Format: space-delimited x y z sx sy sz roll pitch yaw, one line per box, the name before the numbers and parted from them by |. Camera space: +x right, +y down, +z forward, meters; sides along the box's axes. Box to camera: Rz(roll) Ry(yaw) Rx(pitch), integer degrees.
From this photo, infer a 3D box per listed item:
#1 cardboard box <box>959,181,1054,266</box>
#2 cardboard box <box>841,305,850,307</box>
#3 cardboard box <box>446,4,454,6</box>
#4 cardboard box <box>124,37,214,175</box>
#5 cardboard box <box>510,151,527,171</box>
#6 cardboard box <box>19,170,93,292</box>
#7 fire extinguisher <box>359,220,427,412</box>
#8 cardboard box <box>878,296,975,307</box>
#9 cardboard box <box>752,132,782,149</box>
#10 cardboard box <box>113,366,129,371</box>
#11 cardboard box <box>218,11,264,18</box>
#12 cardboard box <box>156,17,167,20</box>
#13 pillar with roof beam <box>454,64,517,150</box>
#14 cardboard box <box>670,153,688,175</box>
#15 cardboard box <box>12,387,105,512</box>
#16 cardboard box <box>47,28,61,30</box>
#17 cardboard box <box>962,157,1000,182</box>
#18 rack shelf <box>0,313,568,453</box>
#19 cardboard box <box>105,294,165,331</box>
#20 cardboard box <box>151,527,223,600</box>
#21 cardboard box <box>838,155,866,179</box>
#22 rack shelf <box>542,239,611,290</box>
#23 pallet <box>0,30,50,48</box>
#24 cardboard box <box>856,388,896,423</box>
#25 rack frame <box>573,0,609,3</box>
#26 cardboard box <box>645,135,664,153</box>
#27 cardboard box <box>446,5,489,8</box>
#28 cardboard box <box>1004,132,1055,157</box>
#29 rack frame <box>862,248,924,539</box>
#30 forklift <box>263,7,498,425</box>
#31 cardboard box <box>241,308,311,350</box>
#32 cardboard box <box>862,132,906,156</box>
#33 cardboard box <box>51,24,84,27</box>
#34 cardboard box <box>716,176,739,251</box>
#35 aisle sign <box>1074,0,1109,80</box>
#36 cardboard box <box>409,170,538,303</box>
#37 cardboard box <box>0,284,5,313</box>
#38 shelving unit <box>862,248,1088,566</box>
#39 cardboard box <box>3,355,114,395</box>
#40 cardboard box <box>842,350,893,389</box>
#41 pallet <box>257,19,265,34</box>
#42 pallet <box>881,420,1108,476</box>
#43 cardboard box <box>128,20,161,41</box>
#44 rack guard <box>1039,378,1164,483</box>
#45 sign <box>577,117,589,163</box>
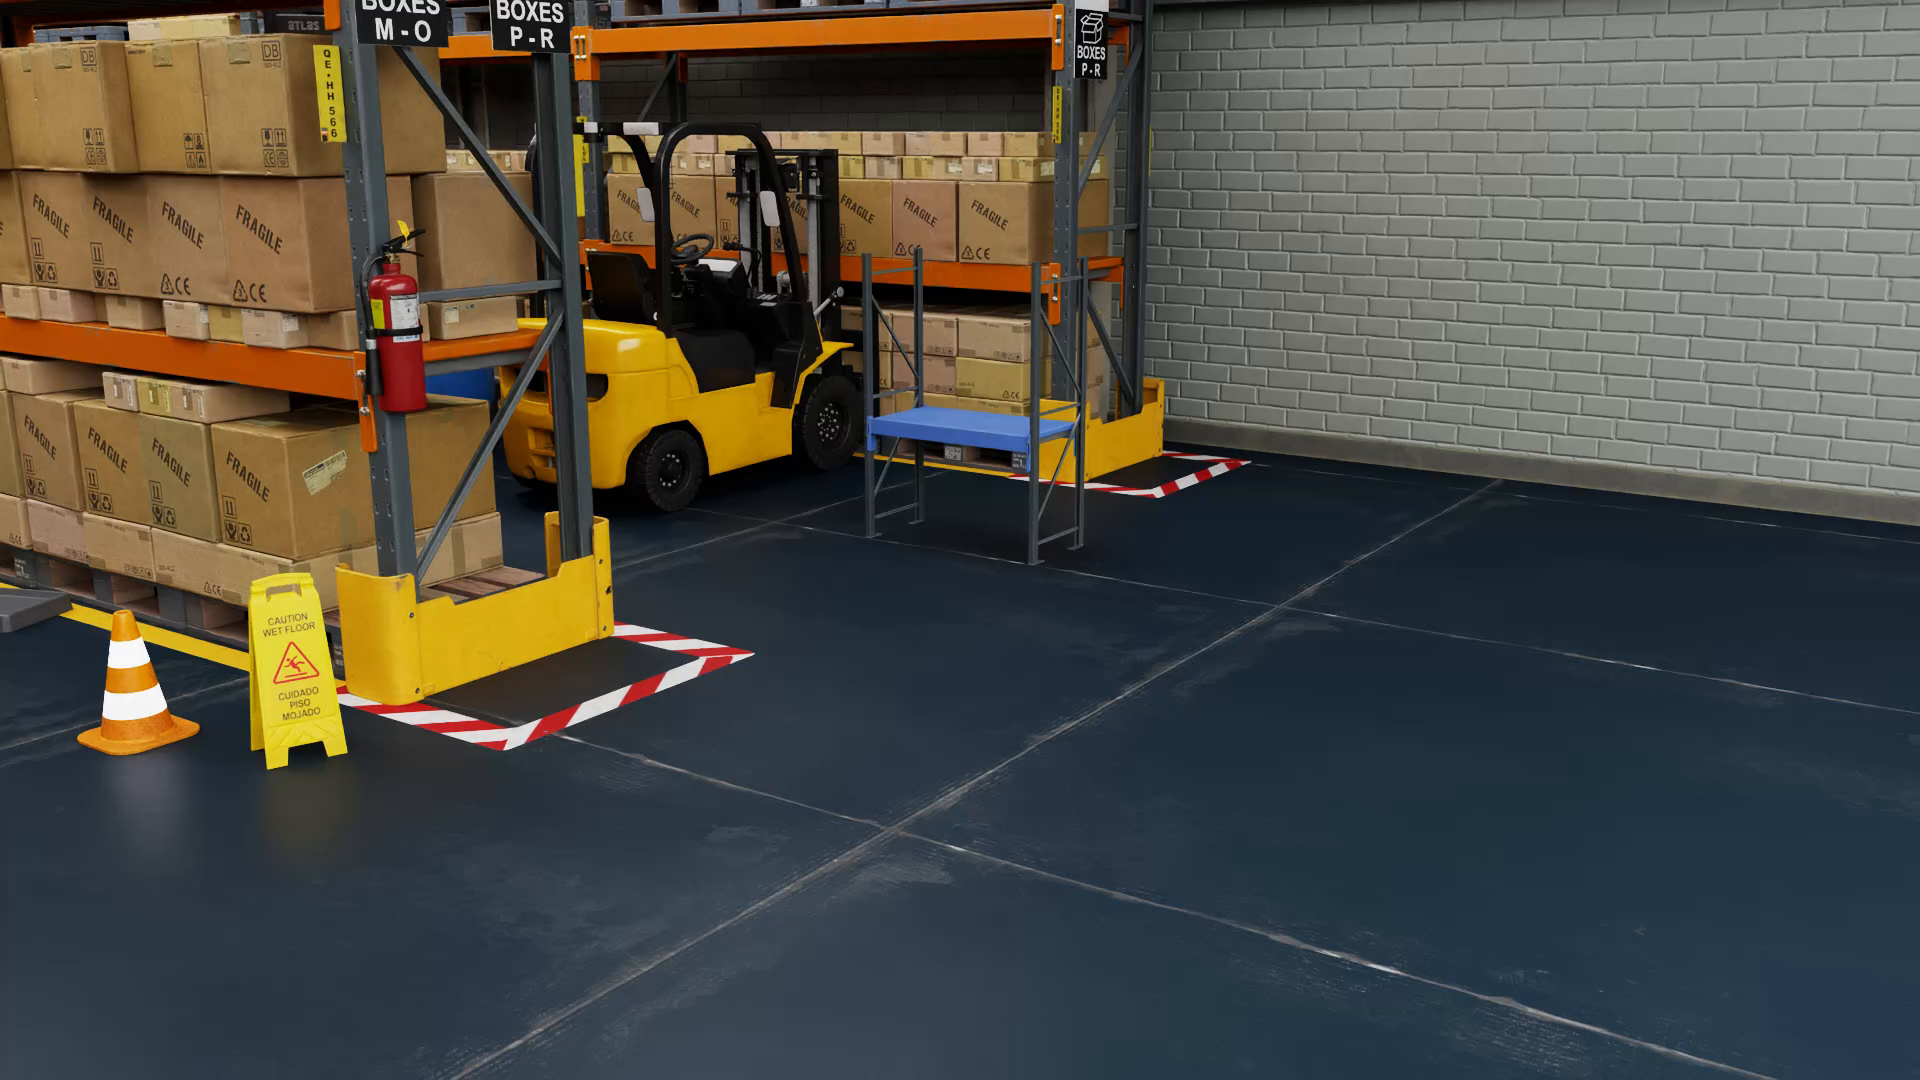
cardboard box | 0.336 -2.005 10.473 0.500 0.500 0.500 9 16 32
cardboard box | -0.933 -1.499 11.406 0.500 0.250 0.500 9 16 32
cardboard box | -4.150 -4.256 12.973 0.250 0.149 0.380 9 16 32
cardboard box | -2.838 -1.725 6.643 0.500 0.500 0.700 9 17 33
cardboard box | -3.234 -2.919 12.813 0.250 0.149 0.380 9 17 33
cardboard box | -3.717 -1.371 7.293 0.500 0.500 0.500 9 17 33
fire extinguisher | -2.039 -0.808 6.006 0.183 0.674 0.296 9 17 33
cardboard box | -0.228 -1.535 11.550 0.500 0.250 0.500 9 17 32
cardboard box | -1.216 -2.728 11.425 0.250 0.149 0.380 9 17 33
cardboard box | -4.132 -0.629 8.408 0.500 0.500 0.500 10 17 34
cardboard box | -6.176 -4.592 14.372 0.250 0.149 0.380 10 17 34
cardboard box | -6.994 -4.739 14.965 0.250 0.149 0.380 9 17 33
pillar with roof beam | -6.565 -5.074 10.595 0.400 9.000 9.100 9 17 33
cardboard box | -1.863 -2.684 11.864 0.250 0.149 0.380 9 17 33
cardboard box | -3.976 -0.450 7.687 0.500 0.500 0.500 10 17 36
cardboard box | -8.776 -5.112 16.430 0.250 0.149 0.380 9 17 33
cardboard box | 0.218 -2.325 10.416 0.250 0.149 0.380 9 17 34
rack shelf | -3.536 -0.872 7.600 4.000 0.370 1.077 9 17 33
cardboard box | -3.406 -0.996 7.127 0.250 0.149 0.380 9 17 32
cardboard box | -3.123 0.052 7.218 0.500 0.250 0.500 9 17 33
cardboard box | -0.631 -2.464 10.977 0.250 0.149 0.380 9 17 33
rack shelf | -4.088 -2.398 13.767 4.000 0.370 1.077 9 17 33
pallet | -8.564 -4.816 16.183 1.003 0.211 1.213 9 17 33
cardboard box | -0.493 -0.950 11.265 0.500 0.250 0.500 9 17 33
rack frame | -2.428 -5.392 11.876 0.127 3.000 1.000 9 17 33
cardboard box | -2.052 -2.872 12.005 0.250 0.149 0.380 9 17 34
cardboard box | -3.938 -4.341 13.277 0.250 0.166 0.380 9 17 33
cardboard box | 0.476 -2.457 10.328 0.250 0.149 0.380 9 17 33
rack frame | -0.351 -0.785 8.872 0.032 1.500 0.500 9 17 33
forklift | -4.651 -1.982 10.730 3.031 2.935 1.130 -3 14 -13
cardboard box | -2.578 -0.850 6.538 0.250 0.149 0.380 9 16 32
cardboard box | -0.421 -2.574 10.803 0.250 0.149 0.380 10 17 34
cardboard box | -8.418 -4.912 15.623 0.250 0.149 0.380 9 17 34
cardboard box | -1.344 -2.282 11.592 0.500 0.500 0.500 9 17 32
aisle sign | 0.781 -3.138 9.845 0.004 0.787 0.394 9 17 33
cardboard box | -2.115 -1.265 6.862 0.500 0.500 0.500 9 16 32
cardboard box | -4.213 -1.138 7.702 0.250 0.149 0.380 9 17 33
shelving unit | 0.071 -0.717 8.597 1.048 1.500 0.538 9 17 33
cardboard box | -4.134 -0.771 7.635 0.250 0.149 0.380 10 17 36
cardboard box | -0.538 -1.192 11.205 0.500 0.250 0.500 9 16 32
pallet | -5.134 -4.307 14.130 1.003 0.211 1.213 10 17 35
pallet | 0.233 -0.684 11.145 1.213 0.211 1.003 9 17 33
cardboard box | -7.142 -4.554 15.046 0.500 0.250 0.500 9 17 33
rack guard | 0.911 -0.726 10.717 0.348 0.500 1.175 9 17 33
sign | -2.723 -2.894 12.025 0.005 0.325 0.100 9 17 33
